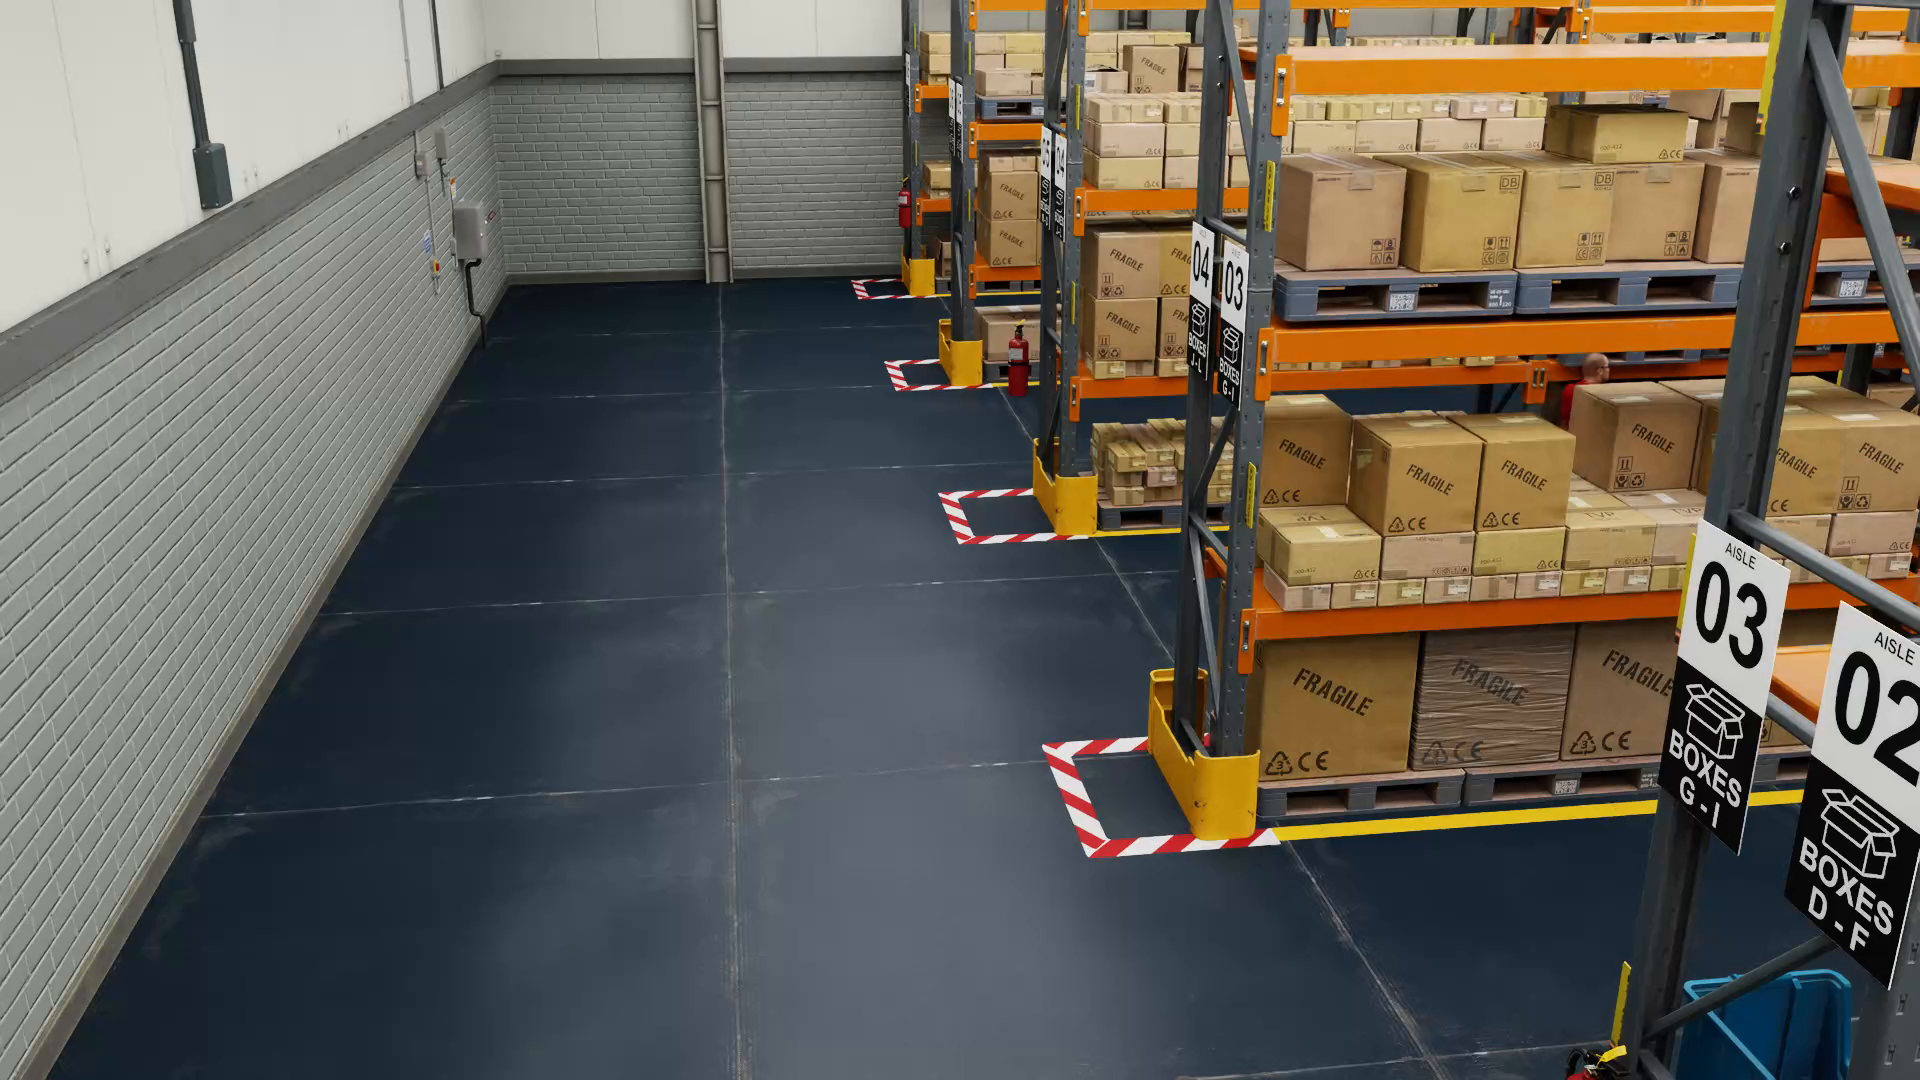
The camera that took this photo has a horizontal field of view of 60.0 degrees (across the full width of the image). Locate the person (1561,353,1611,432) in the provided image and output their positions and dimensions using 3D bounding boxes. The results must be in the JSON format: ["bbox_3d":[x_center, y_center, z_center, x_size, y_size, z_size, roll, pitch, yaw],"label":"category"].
[{"bbox_3d":[4.762,-0.583,12.648,0.505,1.714,0.544,-8,21,-20],"label":"person"}]
